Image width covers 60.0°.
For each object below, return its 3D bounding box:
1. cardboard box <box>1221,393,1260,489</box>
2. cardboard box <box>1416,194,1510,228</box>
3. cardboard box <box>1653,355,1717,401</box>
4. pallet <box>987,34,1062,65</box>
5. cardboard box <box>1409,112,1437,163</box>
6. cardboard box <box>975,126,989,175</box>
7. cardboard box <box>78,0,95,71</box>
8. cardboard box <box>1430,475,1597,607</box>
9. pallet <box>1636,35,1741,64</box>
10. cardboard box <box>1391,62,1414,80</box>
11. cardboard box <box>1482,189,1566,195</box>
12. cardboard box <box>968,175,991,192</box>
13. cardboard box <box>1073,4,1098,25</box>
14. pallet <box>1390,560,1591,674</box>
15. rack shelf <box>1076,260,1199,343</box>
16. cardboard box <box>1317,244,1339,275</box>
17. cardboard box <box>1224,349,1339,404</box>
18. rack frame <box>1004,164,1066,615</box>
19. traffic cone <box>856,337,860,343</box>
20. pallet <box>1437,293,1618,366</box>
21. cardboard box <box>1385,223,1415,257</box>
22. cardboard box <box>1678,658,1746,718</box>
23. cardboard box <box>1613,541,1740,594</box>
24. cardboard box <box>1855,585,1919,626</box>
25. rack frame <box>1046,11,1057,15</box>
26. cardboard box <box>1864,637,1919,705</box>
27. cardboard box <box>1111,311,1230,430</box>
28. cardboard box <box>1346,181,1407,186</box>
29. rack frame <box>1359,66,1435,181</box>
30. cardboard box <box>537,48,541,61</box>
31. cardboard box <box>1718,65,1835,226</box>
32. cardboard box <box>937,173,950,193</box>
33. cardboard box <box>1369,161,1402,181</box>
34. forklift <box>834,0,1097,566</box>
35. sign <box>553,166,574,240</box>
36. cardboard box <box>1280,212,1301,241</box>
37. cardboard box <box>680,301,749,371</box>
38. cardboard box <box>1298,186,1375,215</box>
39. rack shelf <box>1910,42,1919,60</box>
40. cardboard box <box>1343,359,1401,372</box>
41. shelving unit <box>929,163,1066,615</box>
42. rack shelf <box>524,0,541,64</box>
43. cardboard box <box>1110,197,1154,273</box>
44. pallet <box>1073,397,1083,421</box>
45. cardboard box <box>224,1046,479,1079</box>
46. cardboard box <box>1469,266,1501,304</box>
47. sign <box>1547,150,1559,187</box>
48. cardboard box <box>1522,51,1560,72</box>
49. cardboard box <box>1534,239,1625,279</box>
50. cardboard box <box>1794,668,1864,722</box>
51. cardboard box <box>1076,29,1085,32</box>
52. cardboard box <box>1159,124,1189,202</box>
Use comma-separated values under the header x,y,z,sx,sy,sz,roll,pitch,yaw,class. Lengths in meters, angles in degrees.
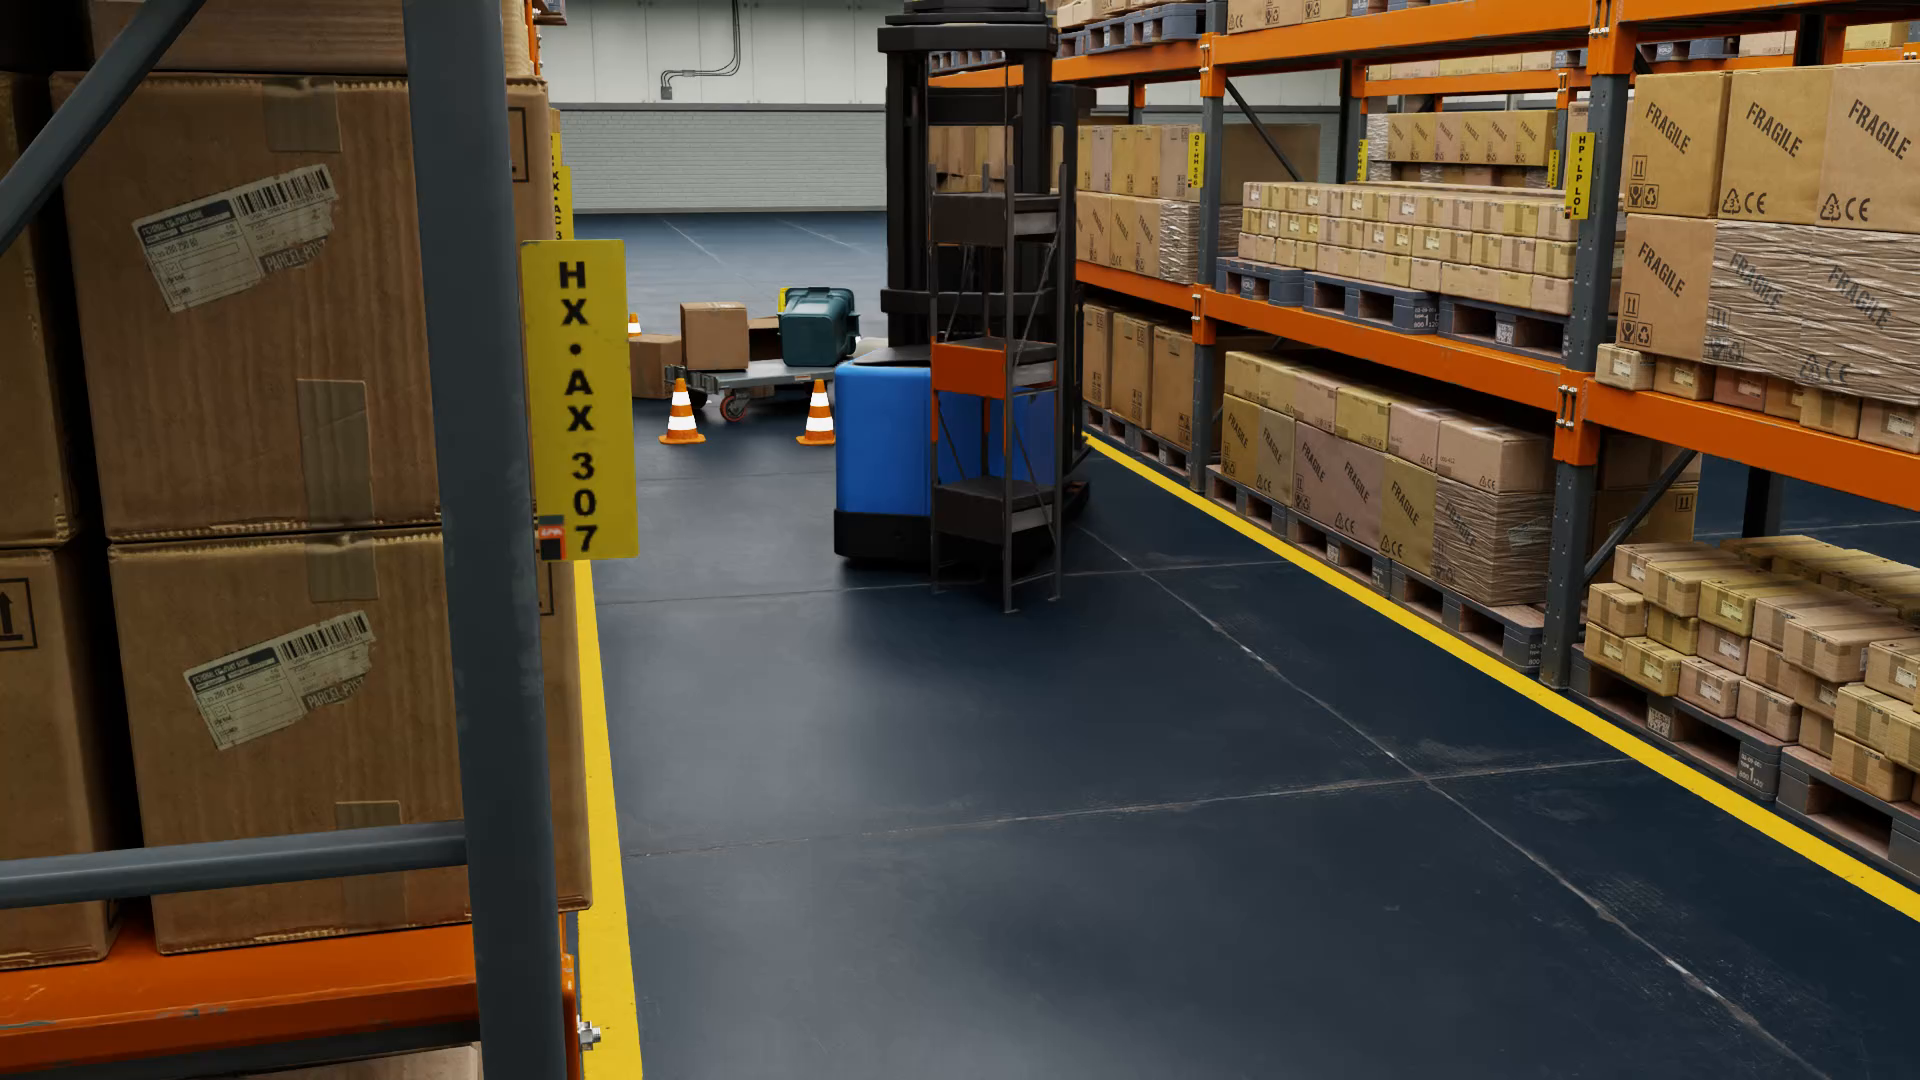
x,y,z,sx,sy,sz,roll,pitch,yaw,class
1.904,-0.607,9.972,0.500,0.500,0.500,-4,14,-16,cardboard box
2.402,-1.563,7.897,0.380,0.149,0.250,-4,14,-15,cardboard box
2.806,-0.610,6.135,0.380,0.149,0.250,-3,14,-12,cardboard box
0.864,-4.320,14.658,1.003,0.211,1.213,-3,14,-13,pallet
5.045,-4.199,17.349,0.500,0.500,0.500,-3,14,-13,cardboard box
0.625,-3.776,15.971,0.875,0.550,0.500,-3,14,-13,cardboard box
-0.869,-0.653,2.095,0.380,0.149,0.250,-3,14,-12,cardboard box
2.506,-0.018,7.562,0.500,0.500,0.500,-4,14,-14,cardboard box
6.179,-3.949,13.345,1.213,0.211,1.003,-3,14,-13,pallet
4.941,-5.033,17.704,0.500,0.250,0.500,-4,14,-14,cardboard box
2.908,-1.719,8.535,0.380,0.149,0.250,-3,14,-11,cardboard box
0.562,-3.248,16.085,0.875,0.550,0.500,-3,14,-13,cardboard box
1.048,-4.052,12.805,0.250,0.149,0.380,-3,14,-13,cardboard box
2.741,0.304,7.740,1.003,0.211,1.213,-3,14,-13,pallet
1.516,-1.906,12.425,1.077,0.370,4.000,-3,14,-13,rack shelf
2.151,-1.514,8.949,0.380,0.149,0.250,-3,14,-11,cardboard box
1.912,-0.976,9.903,0.500,0.250,0.500,-4,14,-16,cardboard box
0.353,-0.696,7.853,0.015,2.100,0.400,13,19,42,rack frame
-1.149,-2.206,17.481,0.336,0.463,0.334,-3,14,-13,traffic cone
2.887,-0.963,7.452,1.003,0.211,1.213,-3,14,-13,pallet
2.326,-1.483,8.193,0.380,0.149,0.250,-3,14,-13,cardboard box
2.870,0.527,6.071,0.380,0.149,0.250,-3,14,-13,cardboard box
2.804,0.111,6.520,0.380,0.149,0.250,-3,14,-11,cardboard box
3.411,0.266,5.887,0.380,0.149,0.250,-3,14,-11,cardboard box
1.046,-5.631,13.516,1.000,3.000,0.127,-3,14,-13,rack frame
3.127,0.414,5.280,0.380,0.149,0.250,-4,14,-16,cardboard box
1.721,-1.252,12.089,1.050,0.750,0.750,-3,14,-12,cardboard box
2.546,-2.078,10.002,0.380,0.149,0.250,-4,14,-15,cardboard box
4.952,-3.893,19.041,1.000,3.000,0.127,-3,14,-13,rack frame
-3.794,-4.141,14.265,0.380,0.149,0.250,-4,14,-14,cardboard box
2.931,-1.314,5.541,0.500,0.500,0.500,-4,14,-15,cardboard box
0.218,-4.444,17.280,1.002,2.307,0.870,-3,14,-14,cardboard box
5.054,-3.958,18.469,0.875,0.500,0.500,-3,14,-13,cardboard box
0.181,-1.592,9.767,1.130,2.935,3.031,3,14,13,forklift
-1.324,-1.063,5.465,0.100,0.325,0.005,-3,14,-13,sign
2.035,-1.774,9.387,0.380,0.149,0.250,-4,14,-15,cardboard box
-2.019,-1.678,13.645,0.500,0.500,0.500,-3,14,-13,cardboard box
2.086,-1.868,9.144,0.380,0.149,0.250,-4,14,-16,cardboard box
7.300,-2.694,9.328,1.077,0.370,4.000,-3,14,-13,rack shelf
2.530,-0.889,9.549,0.500,0.250,0.500,-3,14,-12,cardboard box
0.176,-0.736,8.016,0.503,2.100,0.431,13,19,42,shelving unit
-1.393,-1.219,3.290,1.077,0.370,4.000,-3,14,-13,rack shelf
1.386,-2.162,11.747,0.500,0.500,0.500,-4,14,-14,cardboard box
1.301,-1.189,13.848,1.003,0.211,1.213,-3,14,-13,pallet
-1.176,1.244,2.527,0.875,0.438,0.875,-4,14,-15,cardboard box
2.521,-1.152,7.465,0.380,0.149,0.250,-3,14,-13,cardboard box
5.365,-3.359,15.031,0.100,0.325,0.005,-3,14,-13,sign
5.530,-4.445,15.297,0.500,0.250,0.500,-3,14,-11,cardboard box
2.640,-1.179,6.950,0.380,0.149,0.250,-3,14,-11,cardboard box
3.040,0.501,5.551,0.380,0.149,0.250,-3,14,-11,cardboard box
1.228,-4.467,14.506,0.380,0.149,0.250,-3,14,-13,cardboard box
1.770,-2.549,11.224,0.700,0.500,0.500,-3,14,-14,cardboard box
